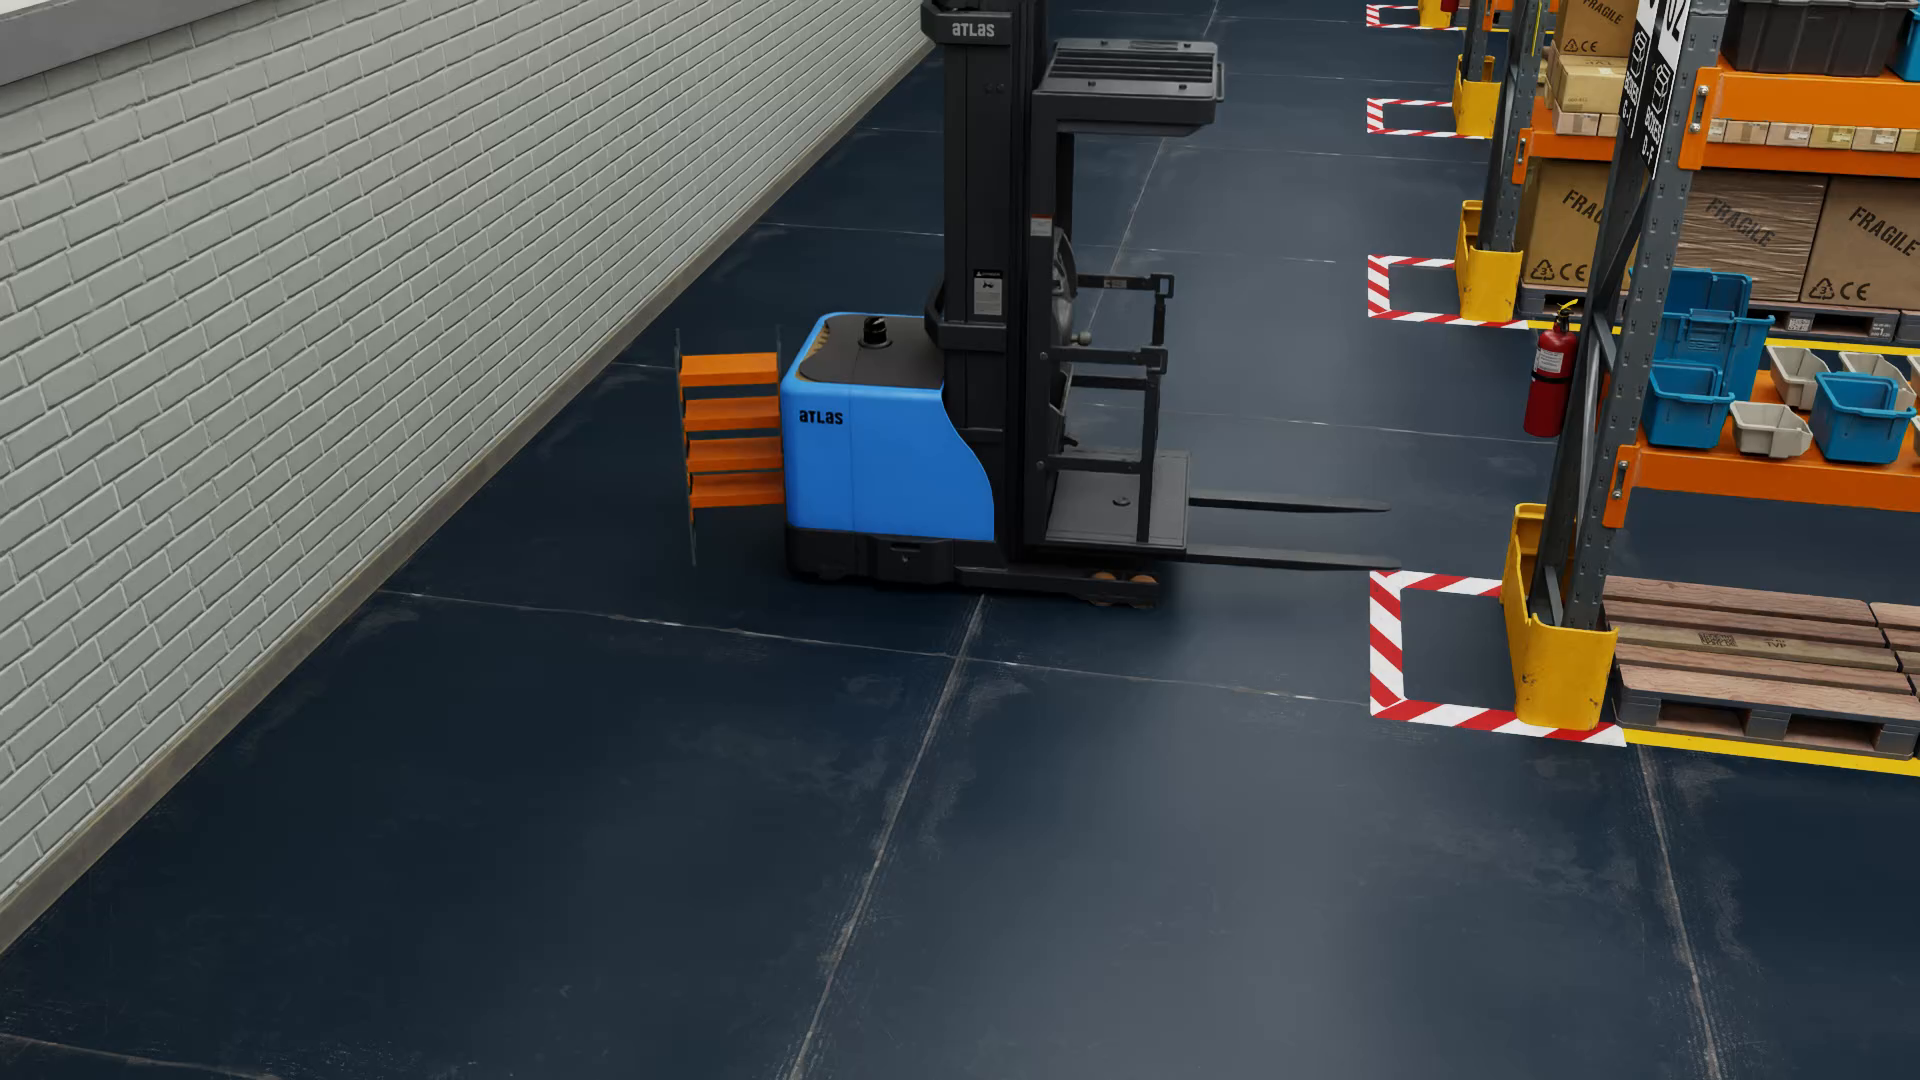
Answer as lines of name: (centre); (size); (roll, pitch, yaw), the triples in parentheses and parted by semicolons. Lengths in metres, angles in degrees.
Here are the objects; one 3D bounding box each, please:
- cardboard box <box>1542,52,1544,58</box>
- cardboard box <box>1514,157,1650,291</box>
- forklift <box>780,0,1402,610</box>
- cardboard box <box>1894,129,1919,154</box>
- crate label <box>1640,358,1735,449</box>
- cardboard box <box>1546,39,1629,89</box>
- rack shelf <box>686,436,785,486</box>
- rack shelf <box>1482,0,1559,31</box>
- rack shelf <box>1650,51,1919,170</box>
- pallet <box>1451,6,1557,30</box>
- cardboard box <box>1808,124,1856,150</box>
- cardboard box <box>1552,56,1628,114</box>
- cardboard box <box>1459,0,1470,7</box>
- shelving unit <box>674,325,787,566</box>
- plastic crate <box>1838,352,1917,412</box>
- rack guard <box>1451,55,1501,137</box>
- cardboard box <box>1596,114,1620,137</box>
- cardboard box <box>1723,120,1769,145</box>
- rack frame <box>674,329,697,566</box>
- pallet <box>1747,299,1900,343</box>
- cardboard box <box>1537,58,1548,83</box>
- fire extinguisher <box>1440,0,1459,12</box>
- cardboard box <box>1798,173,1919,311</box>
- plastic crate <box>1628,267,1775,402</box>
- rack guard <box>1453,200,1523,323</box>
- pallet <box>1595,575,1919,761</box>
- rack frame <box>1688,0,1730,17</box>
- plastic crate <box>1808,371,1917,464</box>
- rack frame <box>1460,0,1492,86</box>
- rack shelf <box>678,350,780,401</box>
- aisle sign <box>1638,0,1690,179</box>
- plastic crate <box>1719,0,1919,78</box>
cardboard box: (5.495, -4.679, 16.084); (0.250, 0.149, 0.380); (6, 29, 11)
cardboard box: (4.432, -2.325, 11.648); (0.875, 0.875, 0.875); (6, 29, 11)
forklift: (0.685, -1.218, 7.923); (3.031, 2.935, 1.130); (4, 29, 7)
cardboard box: (6.078, -2.593, 10.624); (0.250, 0.149, 0.380); (5, 29, 10)
crate label: (2.928, -0.546, 6.736); (0.303, 0.233, 0.416); (6, 29, 11)
cardboard box: (4.319, -3.240, 11.390); (0.500, 0.250, 0.500); (5, 29, 10)
rack shelf: (-1.129, -0.404, 8.379); (0.480, 0.148, 0.258); (-3, 29, -5)
rack shelf: (6.880, -4.902, 15.330); (4.000, 0.370, 1.077); (6, 29, 11)
rack shelf: (4.711, -1.573, 6.124); (4.000, 0.370, 1.077); (6, 29, 11)
pallet: (6.657, -6.486, 20.378); (1.213, 0.211, 1.003); (6, 29, 11)
cardboard box: (5.572, -2.645, 10.719); (0.250, 0.149, 0.380); (5, 29, 9)
cardboard box: (4.202, -2.989, 10.932); (0.500, 0.250, 0.500); (5, 29, 9)
cardboard box: (6.525, -6.794, 20.267); (0.875, 0.438, 0.875); (5, 29, 9)
shelving unit: (-1.129, -0.463, 8.346); (0.503, 1.200, 0.258); (-3, 29, -5)
plastic crate: (3.871, -0.651, 7.028); (0.243, 0.136, 0.396); (6, 29, 11)
rack guard: (4.998, -4.314, 16.109); (0.348, 0.500, 1.175); (6, 29, 11)
cardboard box: (4.319, -2.773, 10.953); (0.250, 0.149, 0.380); (5, 29, 10)
cardboard box: (5.073, -2.696, 10.813); (0.250, 0.149, 0.380); (5, 29, 10)
rack frame: (-1.372, -0.451, 8.324); (0.015, 1.200, 0.240); (-3, 29, -5)
pallet: (5.777, -1.709, 11.652); (1.213, 0.211, 1.003); (6, 29, 11)
cardboard box: (5.365, -4.401, 15.577); (0.250, 0.149, 0.380); (5, 29, 8)
fire extinguisher: (4.774, -5.463, 16.073); (0.183, 0.674, 0.296); (6, 29, 11)
cardboard box: (6.192, -2.144, 11.318); (0.875, 0.875, 0.875); (6, 29, 11)
plastic crate: (3.122, -0.869, 7.114); (0.499, 0.435, 0.616); (6, 29, 11)
rack guard: (3.766, -2.005, 11.892); (0.348, 0.500, 1.175); (6, 29, 11)
pallet: (3.554, 0.551, 7.523); (1.213, 0.211, 1.003); (6, 29, 11)
rack frame: (2.755, -3.404, 5.598); (0.127, 3.000, 1.000); (6, 29, 11)
plastic crate: (3.572, -0.480, 6.616); (0.300, 0.233, 0.416); (6, 29, 11)
rack frame: (4.924, -5.418, 15.523); (0.127, 3.000, 1.000); (6, 29, 11)
rack shelf: (-1.129, -0.808, 8.158); (0.480, 0.148, 0.258); (-3, 29, -5)
aisle sign: (2.623, -1.781, 6.172); (0.004, 0.787, 0.394); (6, 29, 11)
plastic crate: (3.073, -1.862, 6.040); (0.590, 0.269, 0.497); (6, 29, 11)
